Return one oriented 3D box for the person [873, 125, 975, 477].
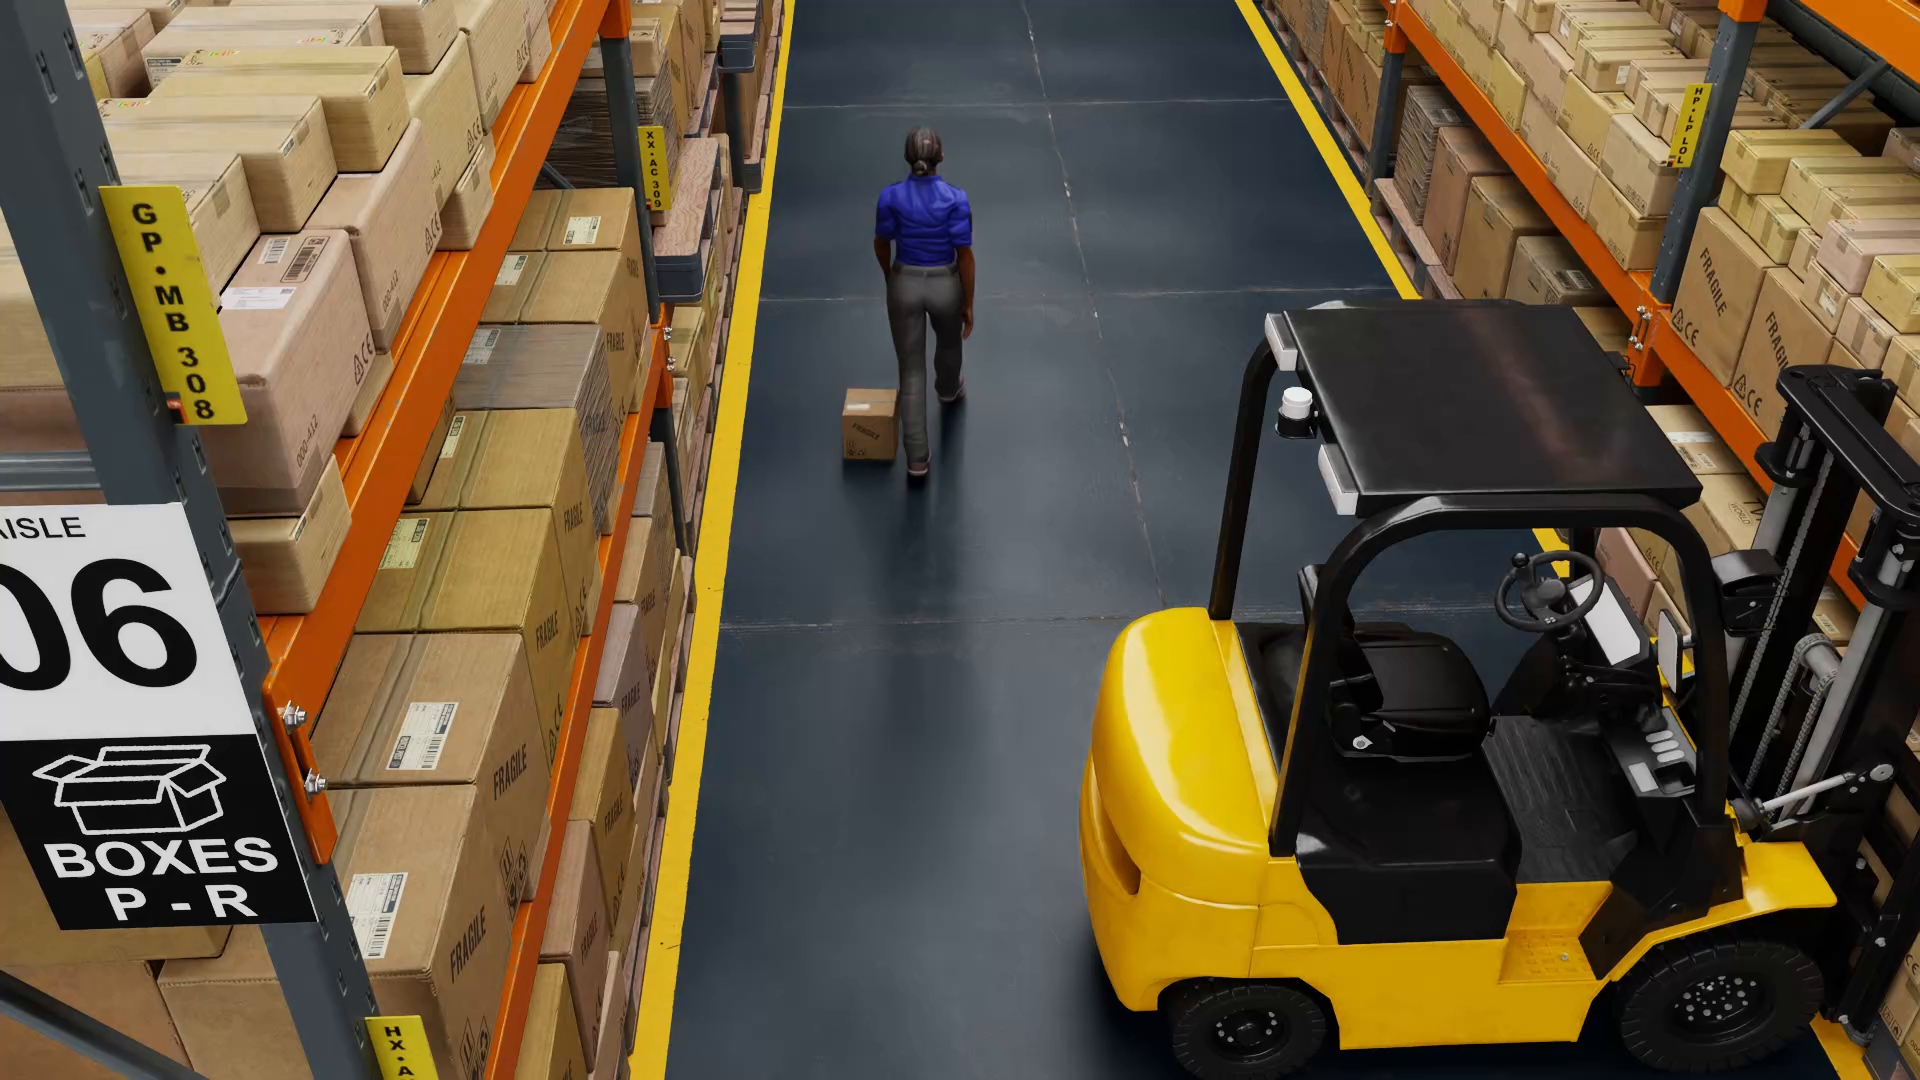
[{"bbox_3d":[-0.162,-1.208,7.820,0.458,1.599,0.992,0,35,0],"label":"person"}]
